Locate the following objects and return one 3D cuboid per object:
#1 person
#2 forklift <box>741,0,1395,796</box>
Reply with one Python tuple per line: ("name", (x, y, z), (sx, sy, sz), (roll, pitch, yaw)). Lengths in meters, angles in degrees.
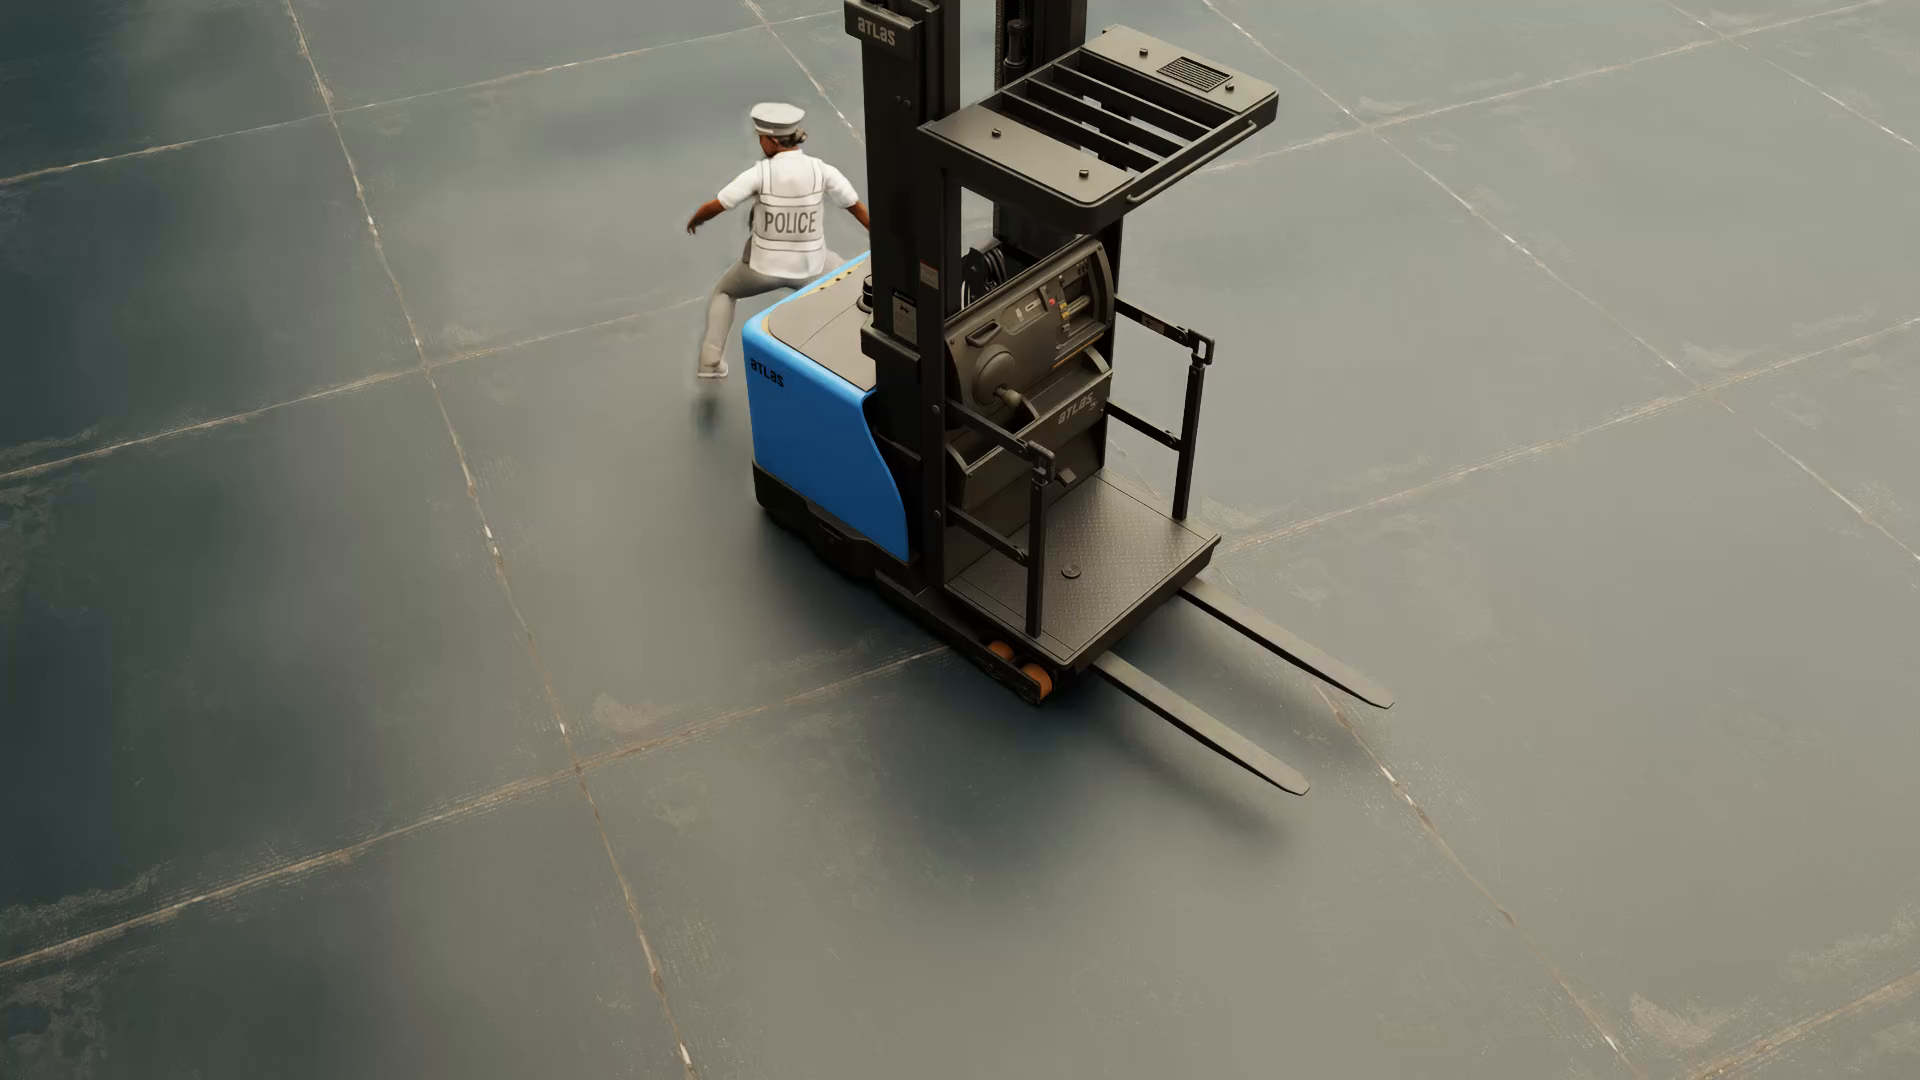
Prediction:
("person", (-0.815, -1.417, 8.296), (1.108, 1.563, 0.480), (-5, 43, -6))
("forklift", (0.445, -0.788, 6.525), (3.031, 2.935, 1.130), (32, 52, 30))
